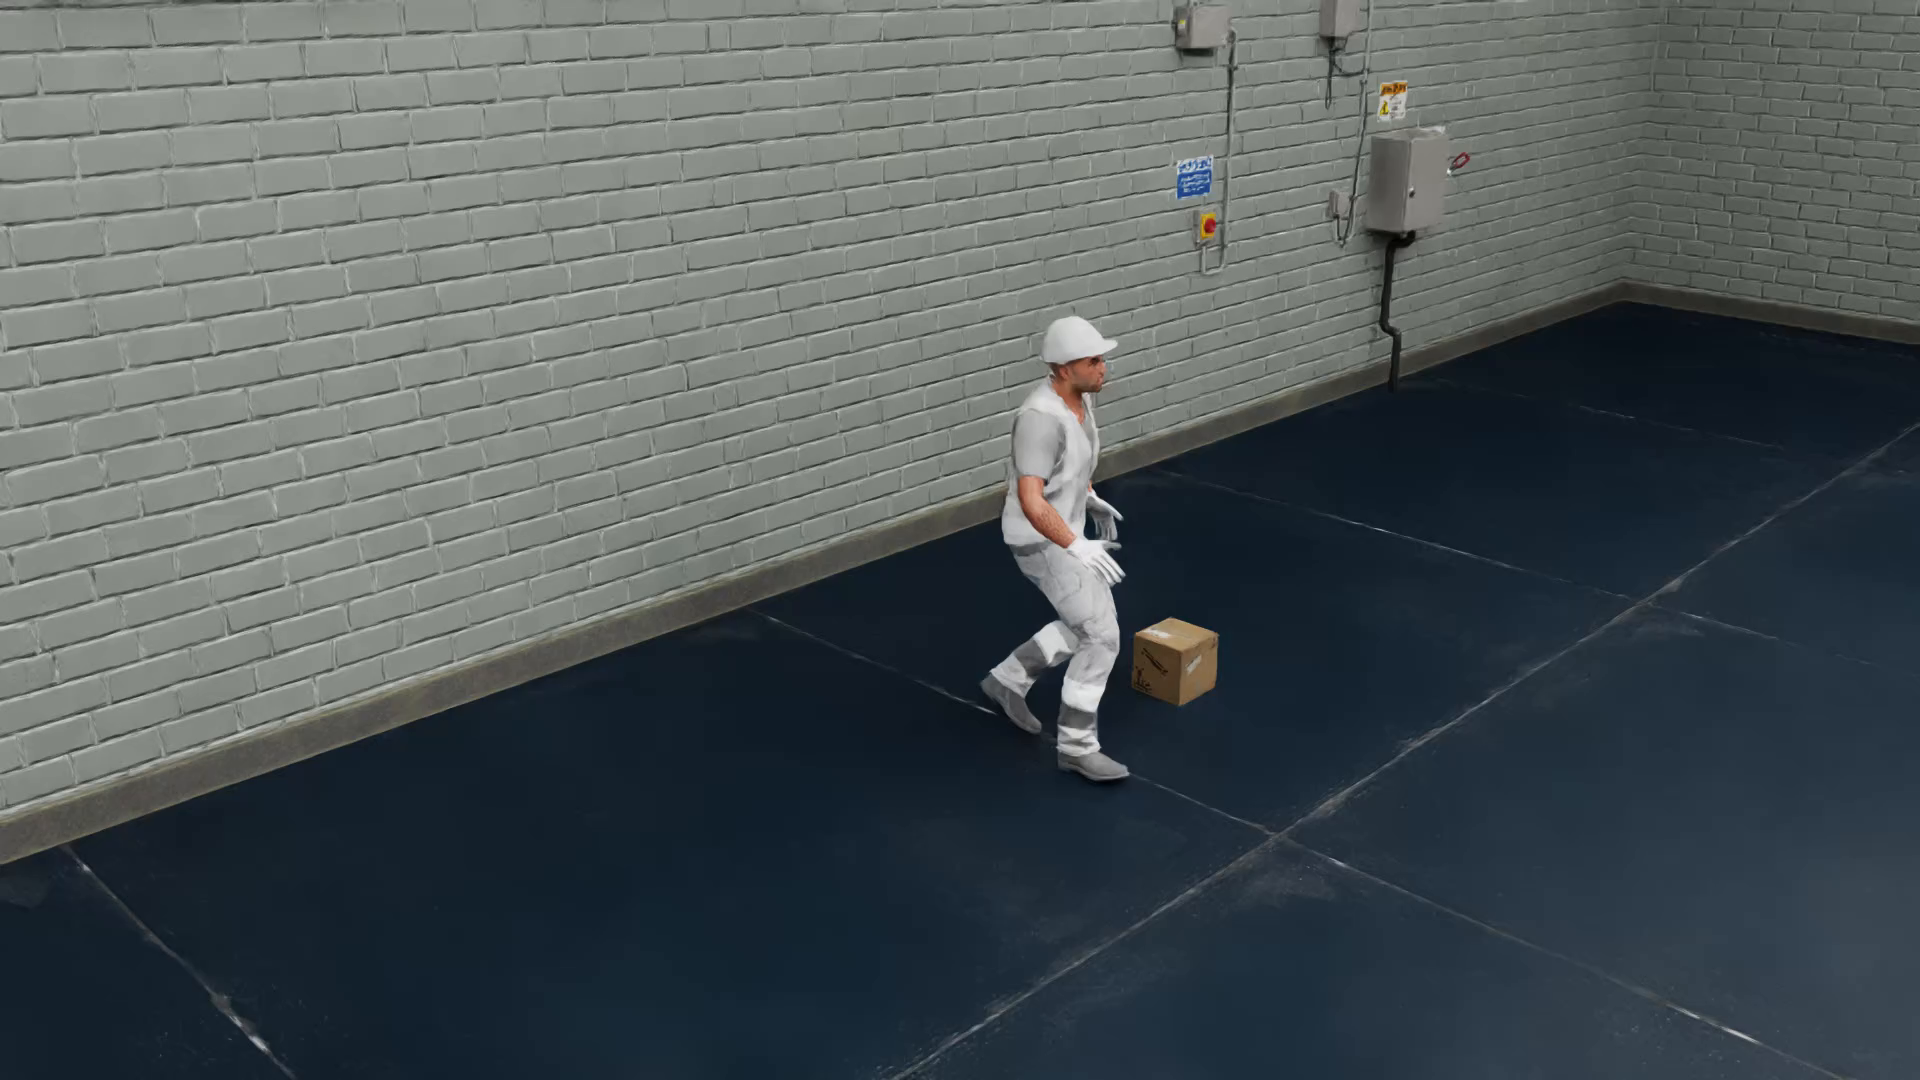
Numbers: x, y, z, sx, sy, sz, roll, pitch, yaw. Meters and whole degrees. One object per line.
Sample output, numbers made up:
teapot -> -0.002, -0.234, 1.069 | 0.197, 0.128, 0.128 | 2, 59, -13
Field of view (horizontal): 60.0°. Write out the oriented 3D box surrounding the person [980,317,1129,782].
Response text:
person -> 0.378, -0.009, 6.223 | 0.613, 1.667, 0.801 | 3, 21, 9
